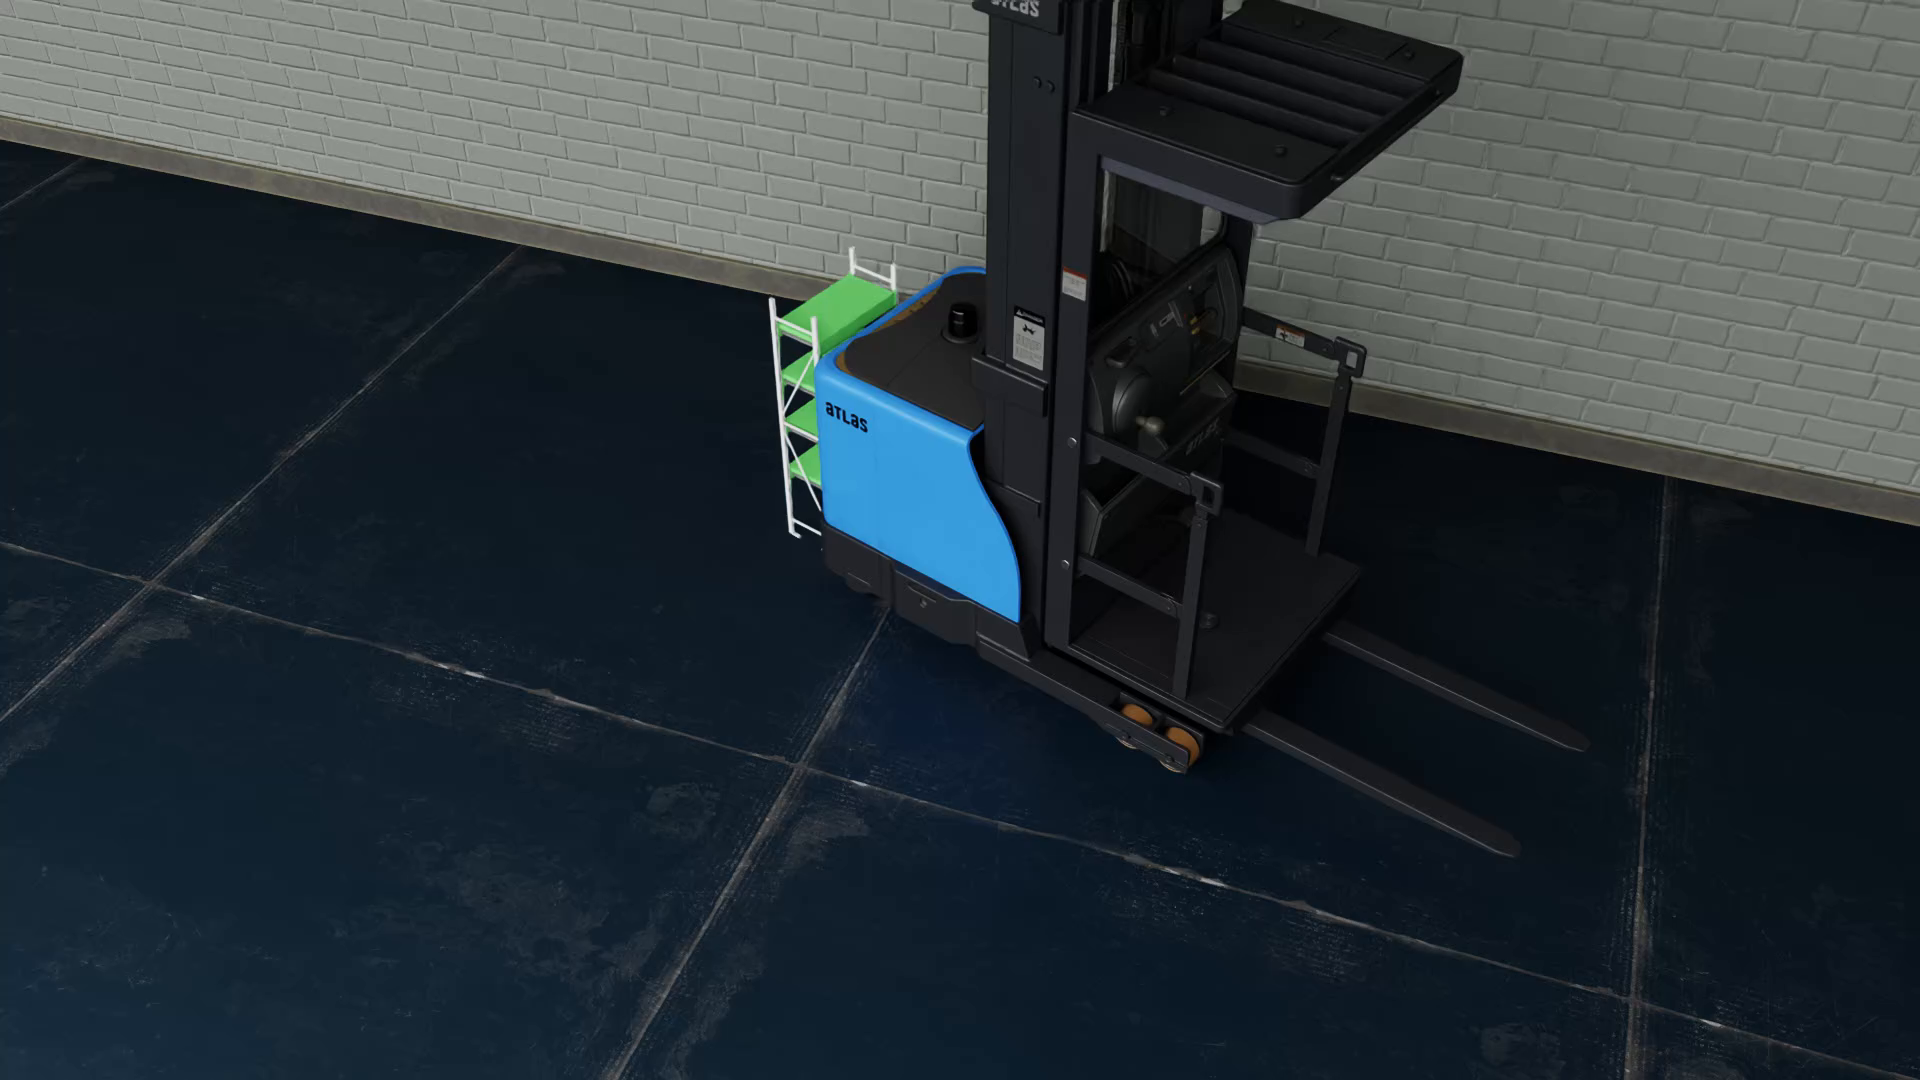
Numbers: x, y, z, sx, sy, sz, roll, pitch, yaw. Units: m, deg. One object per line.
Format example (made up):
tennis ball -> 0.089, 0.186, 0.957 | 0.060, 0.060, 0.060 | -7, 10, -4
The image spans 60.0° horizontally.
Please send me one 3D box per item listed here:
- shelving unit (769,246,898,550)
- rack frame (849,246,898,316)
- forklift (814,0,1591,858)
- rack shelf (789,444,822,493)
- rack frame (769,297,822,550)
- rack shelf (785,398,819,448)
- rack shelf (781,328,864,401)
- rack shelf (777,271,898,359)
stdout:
shelving unit -> -0.501, -0.570, 6.994 | 0.258, 1.200, 0.503 | 26, 47, 27
rack frame -> -0.354, -0.696, 7.142 | 0.240, 1.200, 0.015 | 26, 47, 27
forklift -> 0.894, -0.640, 5.742 | 3.031, 2.935, 1.130 | 27, 47, 28
rack shelf -> -0.501, -0.339, 7.191 | 0.258, 0.148, 0.480 | 26, 47, 27
rack frame -> -0.649, -0.444, 6.846 | 0.240, 1.200, 0.015 | 26, 47, 27
rack shelf -> -0.501, -0.522, 7.035 | 0.258, 0.148, 0.480 | 26, 47, 27
rack shelf -> -0.501, -0.704, 6.880 | 0.258, 0.148, 0.480 | 26, 47, 27
rack shelf -> -0.501, -0.887, 6.724 | 0.258, 0.148, 0.480 | 26, 47, 27
